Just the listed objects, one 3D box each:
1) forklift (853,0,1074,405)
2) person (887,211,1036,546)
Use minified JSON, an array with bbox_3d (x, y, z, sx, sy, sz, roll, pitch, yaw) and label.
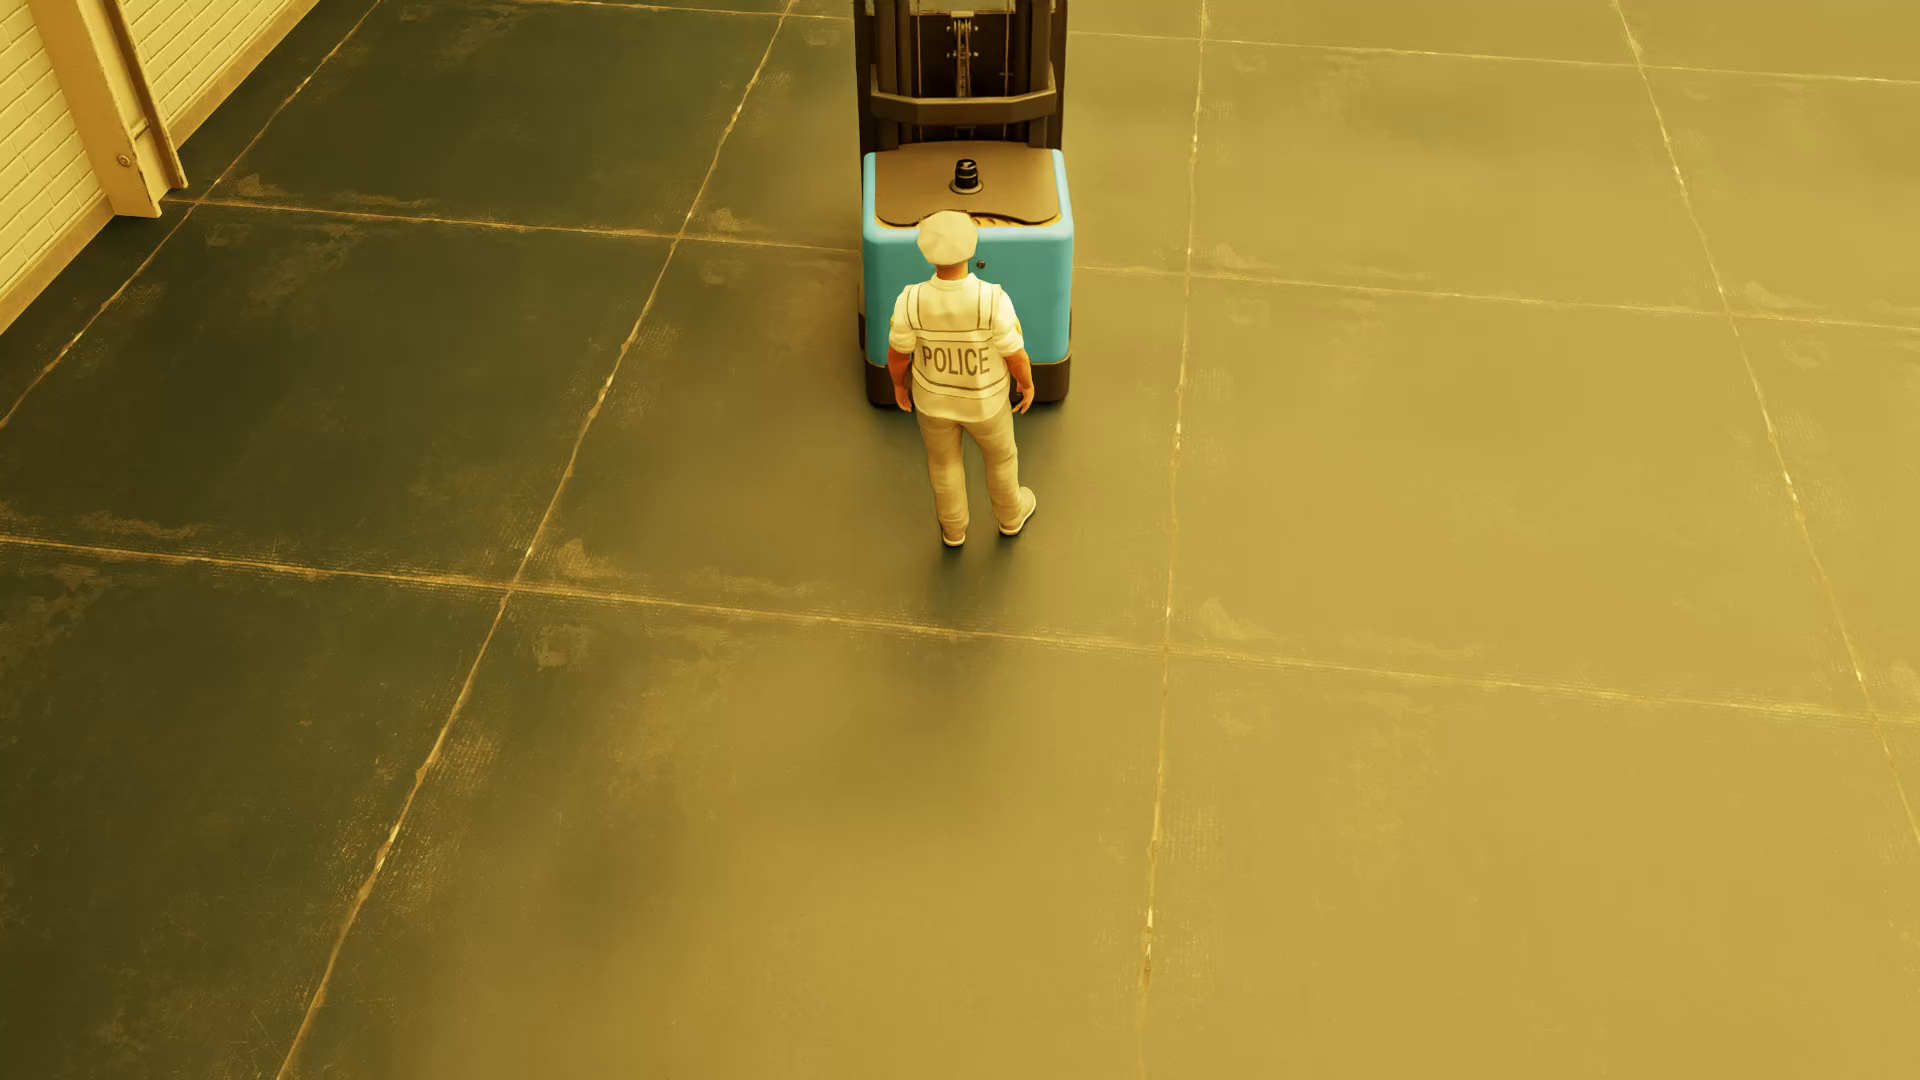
[{"bbox_3d":[-0.005,-2.754,8.723,1.130,2.935,3.031,-1,43,-1],"label":"forklift"},{"bbox_3d":[0.022,-0.711,7.340,0.640,1.778,0.575,5,43,6],"label":"person"}]
